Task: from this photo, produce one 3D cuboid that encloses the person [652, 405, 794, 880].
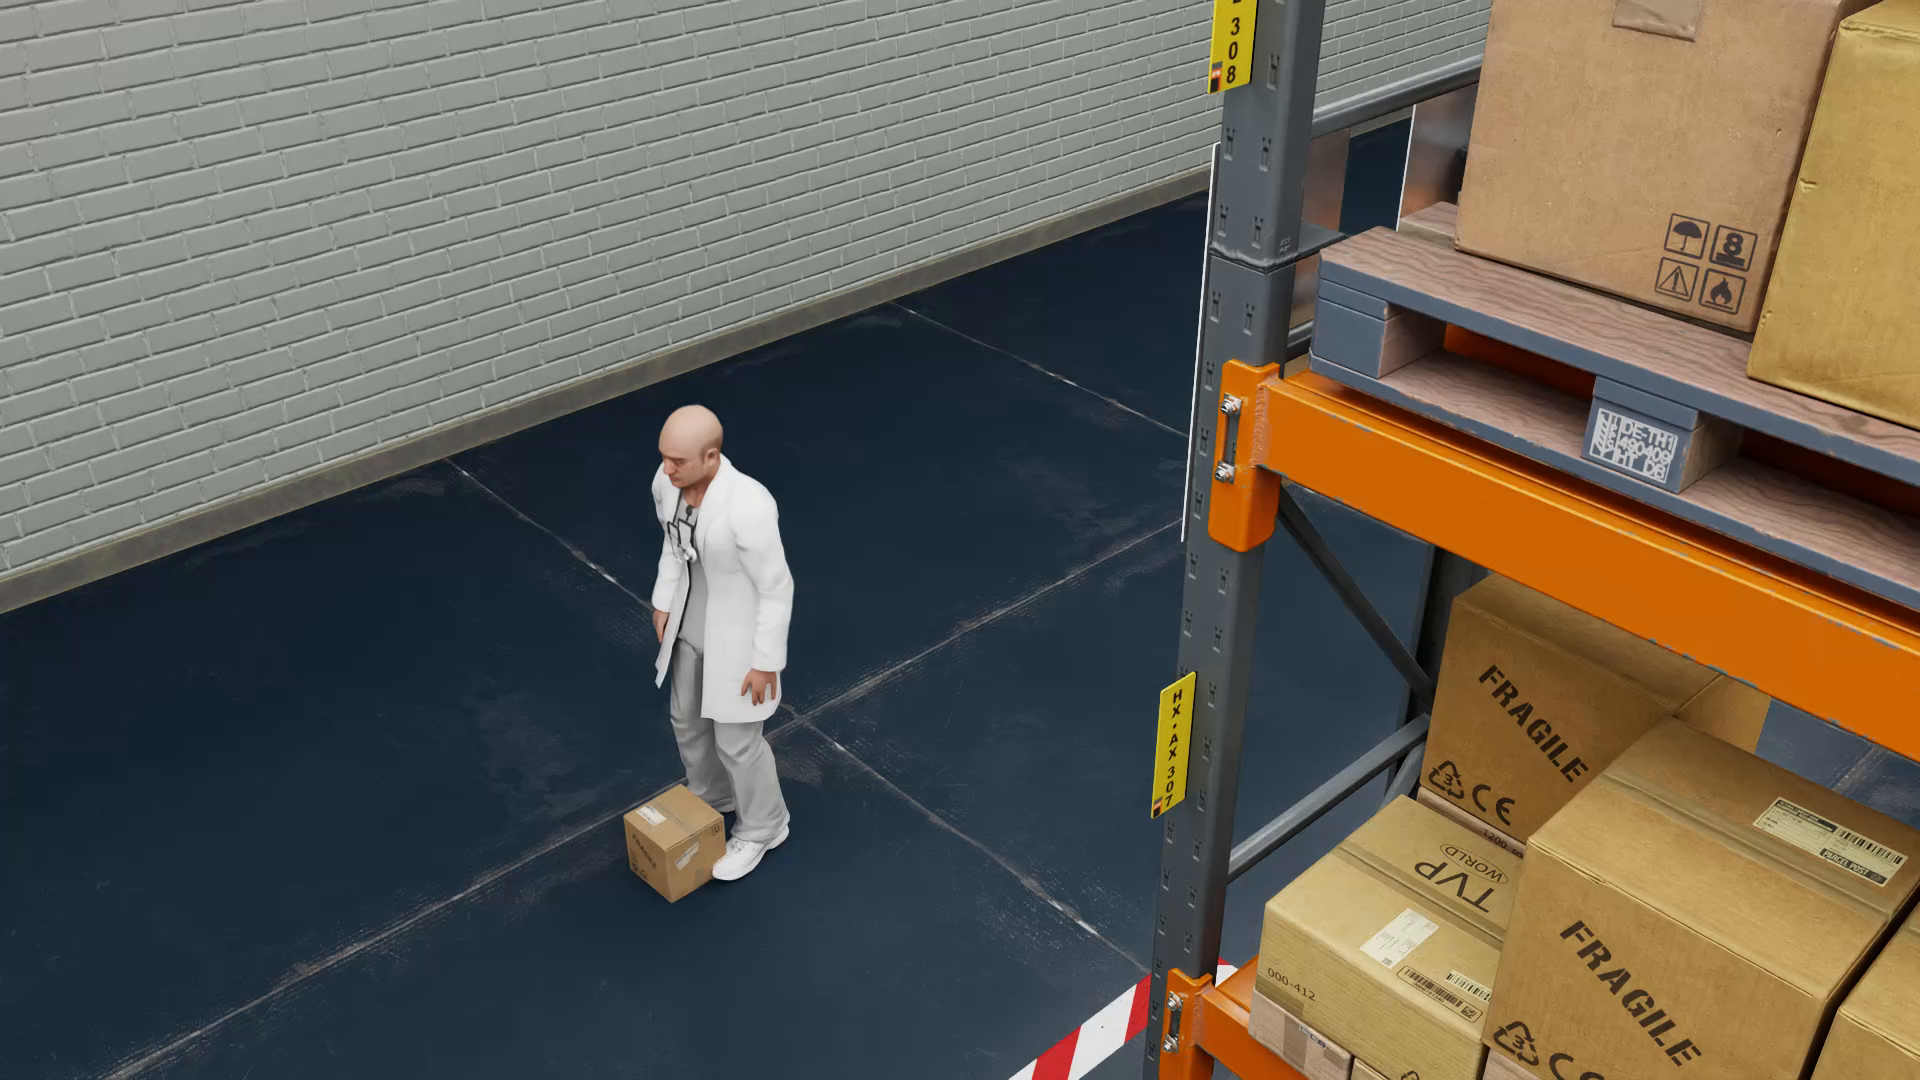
[{"bbox_3d":[-0.816,0.326,5.614,0.637,1.773,0.428,27,41,37],"label":"person"}]
